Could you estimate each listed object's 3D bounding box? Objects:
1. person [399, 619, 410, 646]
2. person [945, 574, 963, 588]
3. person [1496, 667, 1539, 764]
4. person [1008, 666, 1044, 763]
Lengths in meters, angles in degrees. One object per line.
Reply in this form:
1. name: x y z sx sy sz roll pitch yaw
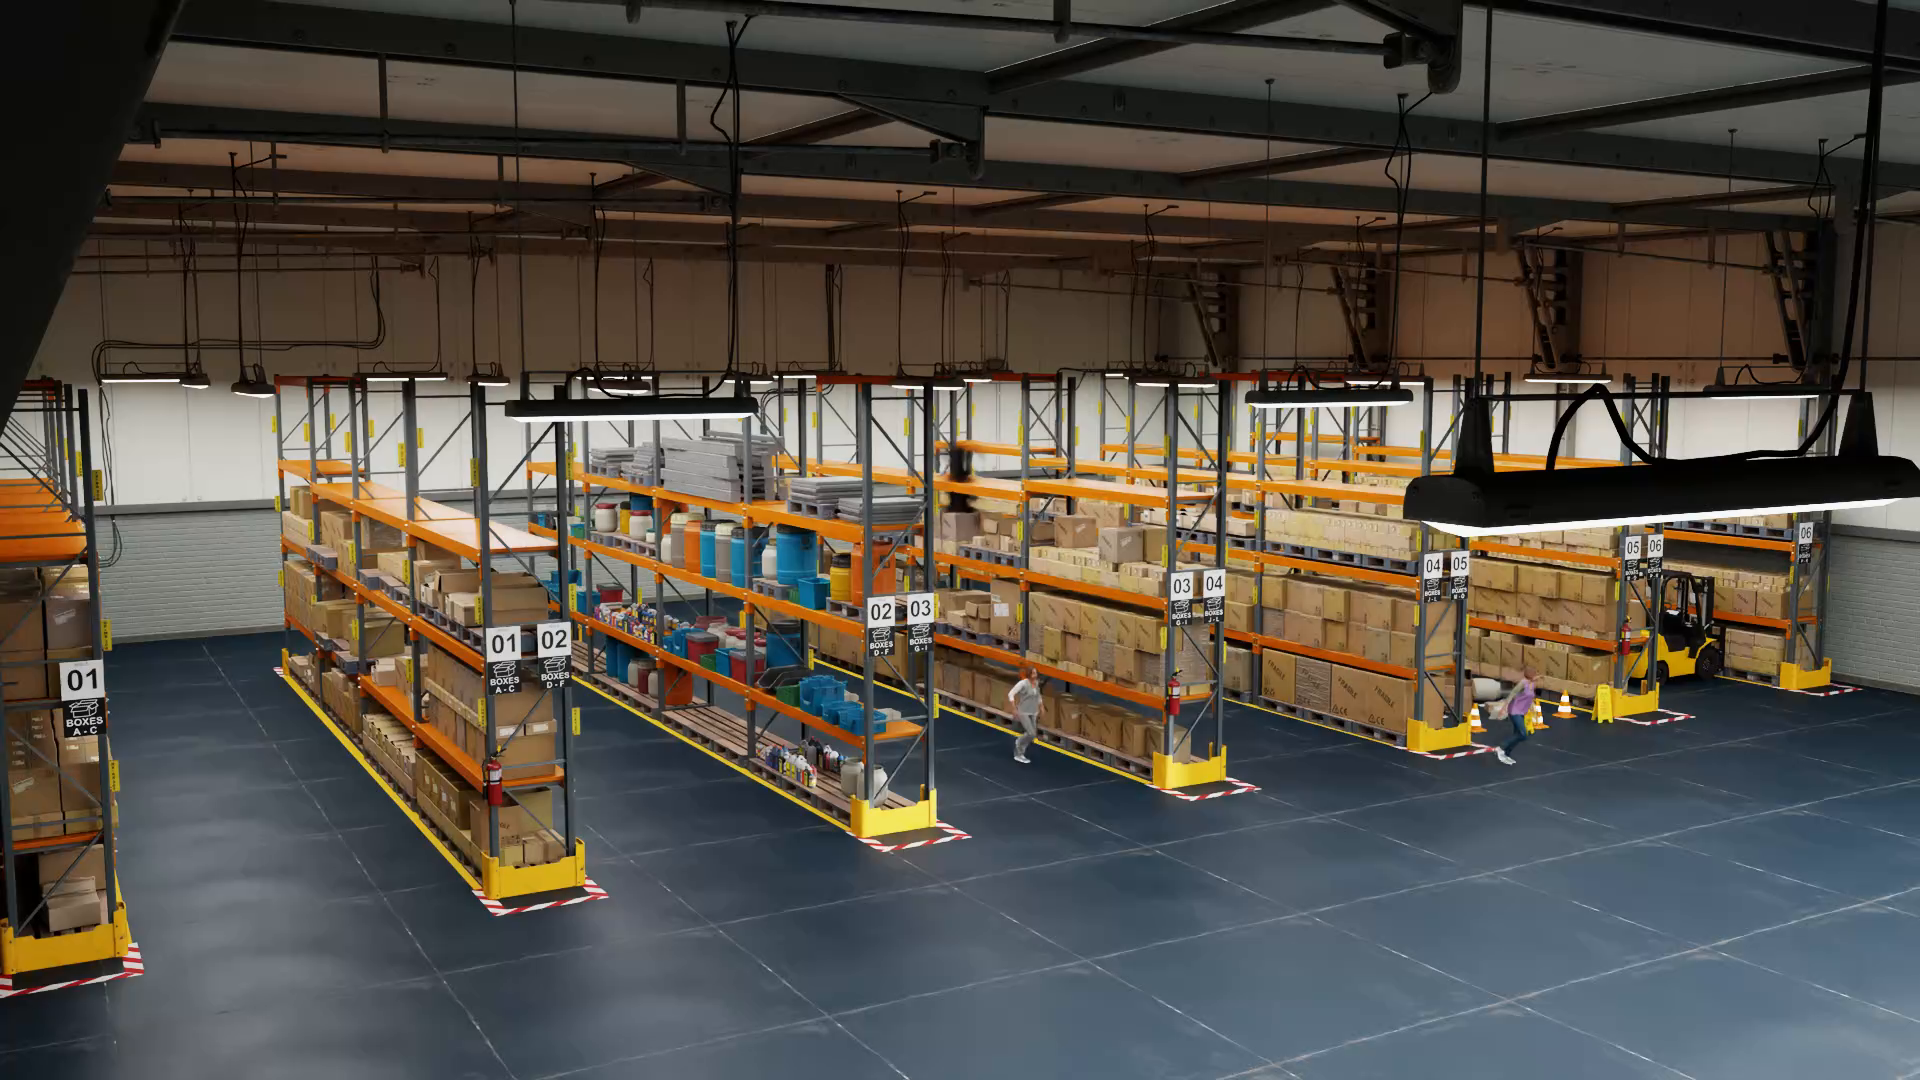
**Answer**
1. person: -11.577 1.702 34.504 0.740 1.745 0.820 5 8 41
2. person: -0.235 0.890 42.294 0.715 1.651 0.769 6 9 43
3. person: 8.705 2.736 25.952 0.542 1.545 0.554 5 8 36
4. person: 1.038 2.726 25.967 0.610 1.554 0.506 -5 8 -38
